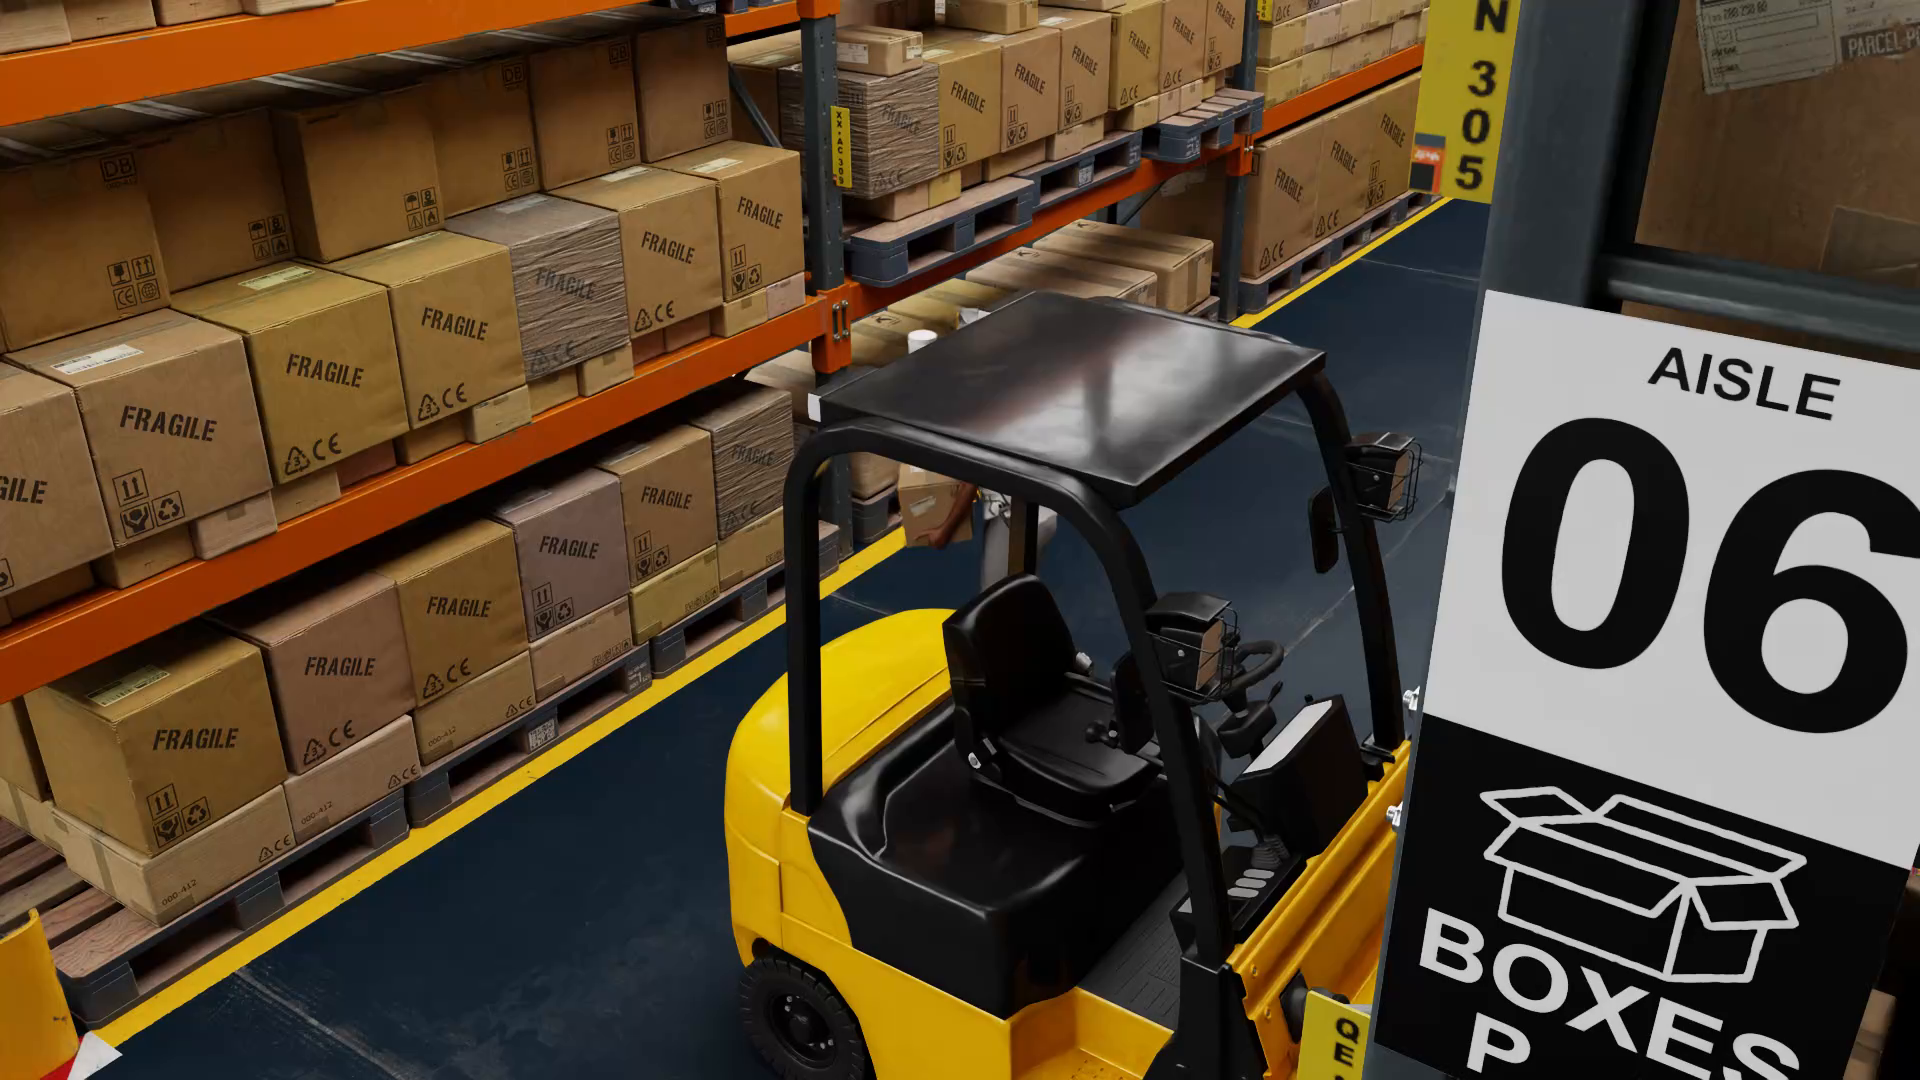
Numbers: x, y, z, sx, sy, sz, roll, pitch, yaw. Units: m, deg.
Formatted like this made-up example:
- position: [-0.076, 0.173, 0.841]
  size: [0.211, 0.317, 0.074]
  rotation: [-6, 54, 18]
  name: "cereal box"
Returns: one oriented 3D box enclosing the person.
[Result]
- position: [0.106, -0.080, 6.285]
  size: [0.547, 1.663, 0.415]
  rotation: [0, 27, 1]
  name: "person"
